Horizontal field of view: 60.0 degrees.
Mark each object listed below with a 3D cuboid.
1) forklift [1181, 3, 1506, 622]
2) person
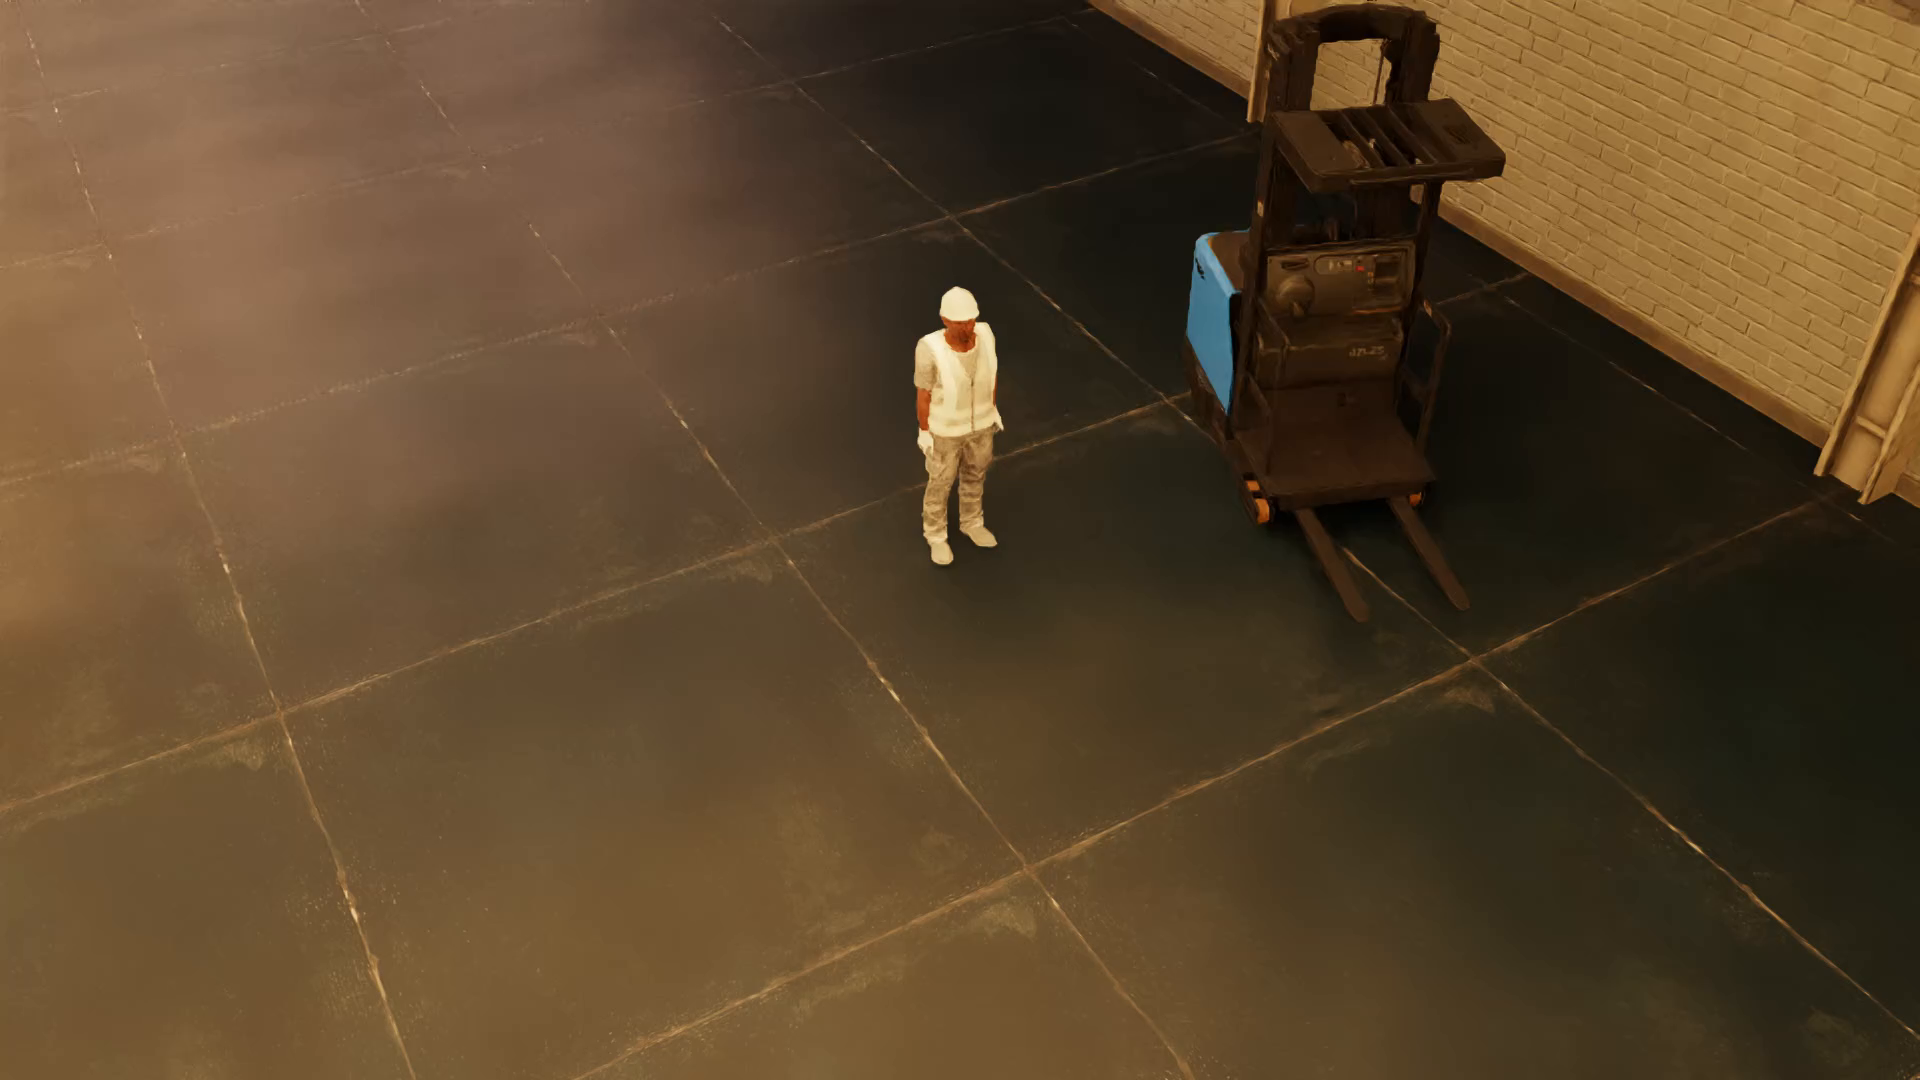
[{"bbox_3d":[2.324,-1.482,9.823,1.130,2.935,3.031,-7,40,-8],"label":"forklift"},{"bbox_3d":[0.008,-0.681,9.753,0.546,1.790,0.365,-20,44,-23],"label":"person"}]
